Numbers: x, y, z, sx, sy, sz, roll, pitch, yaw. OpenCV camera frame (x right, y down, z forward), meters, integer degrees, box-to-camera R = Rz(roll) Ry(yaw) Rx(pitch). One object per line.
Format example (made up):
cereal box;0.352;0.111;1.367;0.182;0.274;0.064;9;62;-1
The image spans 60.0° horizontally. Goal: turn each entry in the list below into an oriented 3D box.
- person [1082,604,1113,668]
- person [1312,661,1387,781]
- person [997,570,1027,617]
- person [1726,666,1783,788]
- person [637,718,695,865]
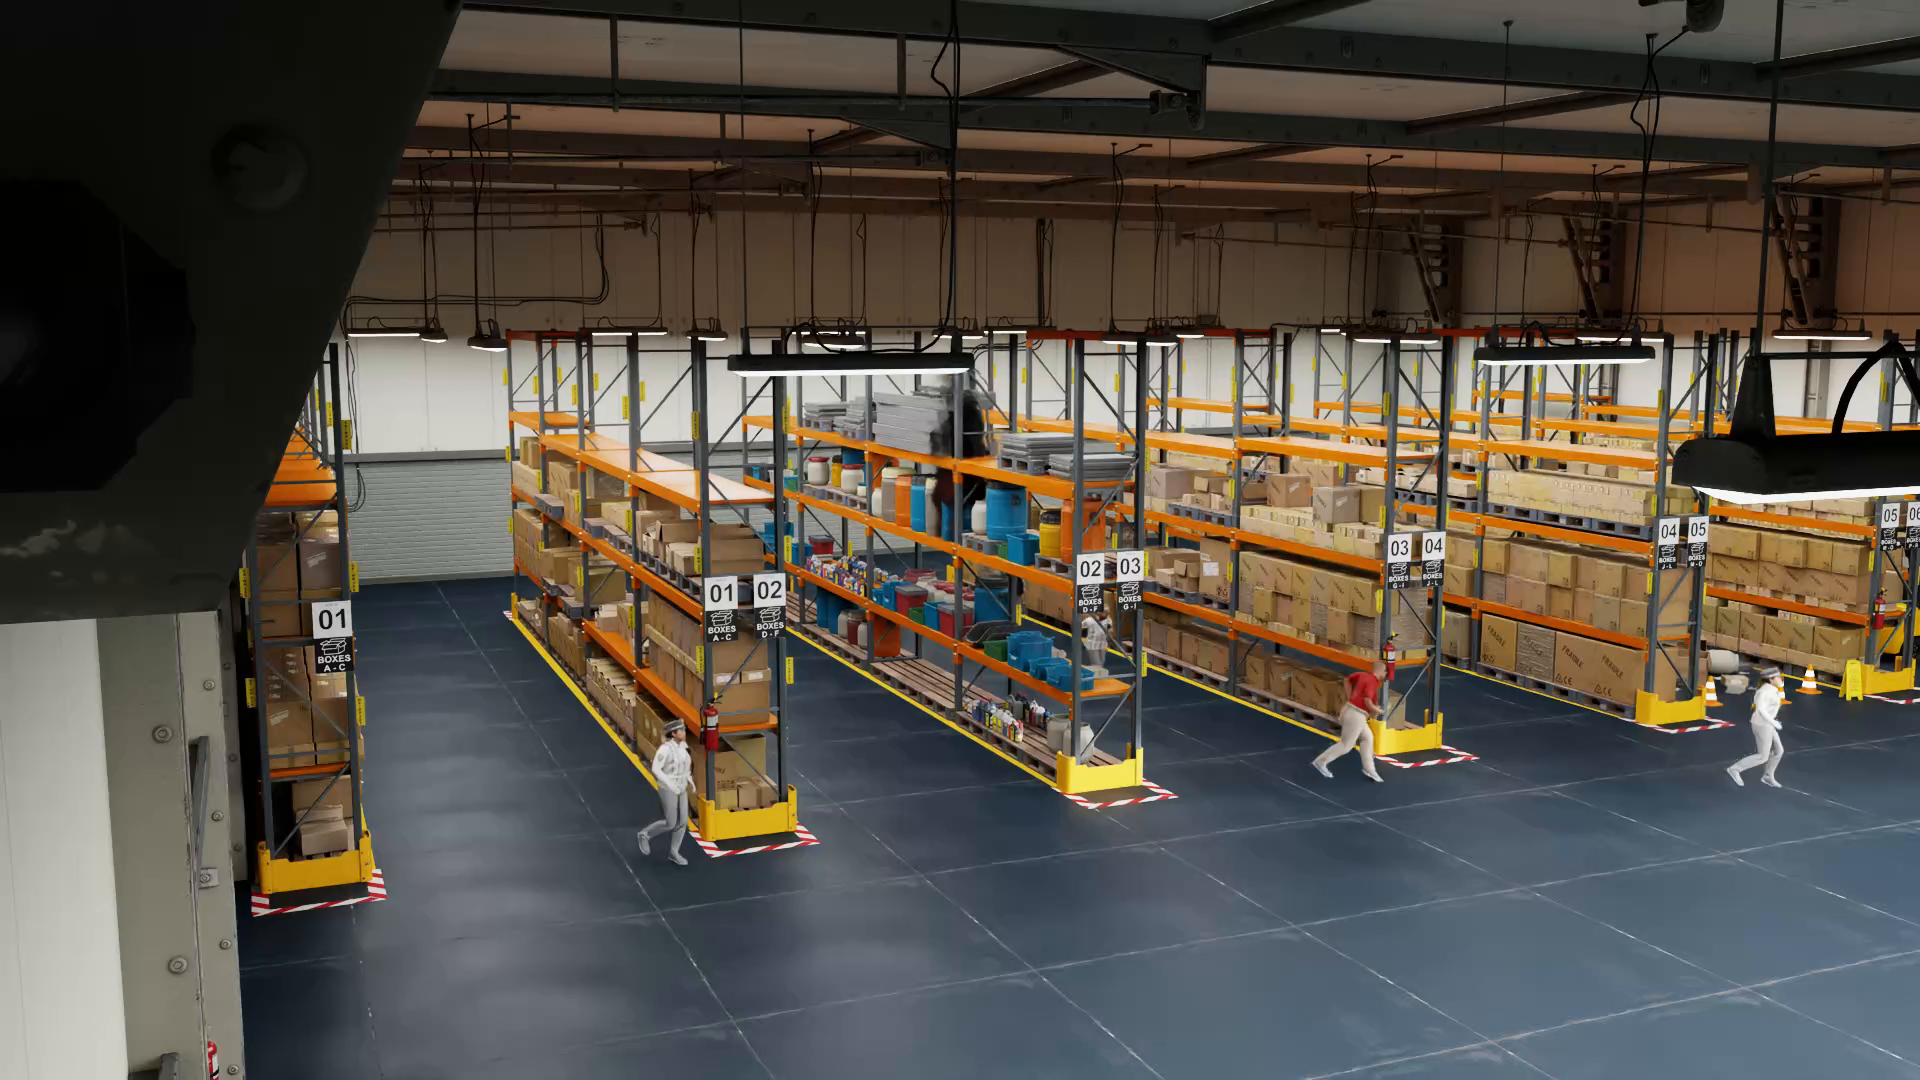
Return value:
person;2.270;1.817;27.489;0.562;1.614;0.675;-5;9;-31
person;5.279;2.484;22.580;1.018;1.696;0.703;-1;8;-7
person;1.015;1.074;32.660;0.661;1.682;0.585;-2;8;-16
person;10.700;2.512;22.341;0.753;1.692;0.676;2;8;14
person;-3.364;2.893;19.417;0.653;1.661;0.655;4;9;27
